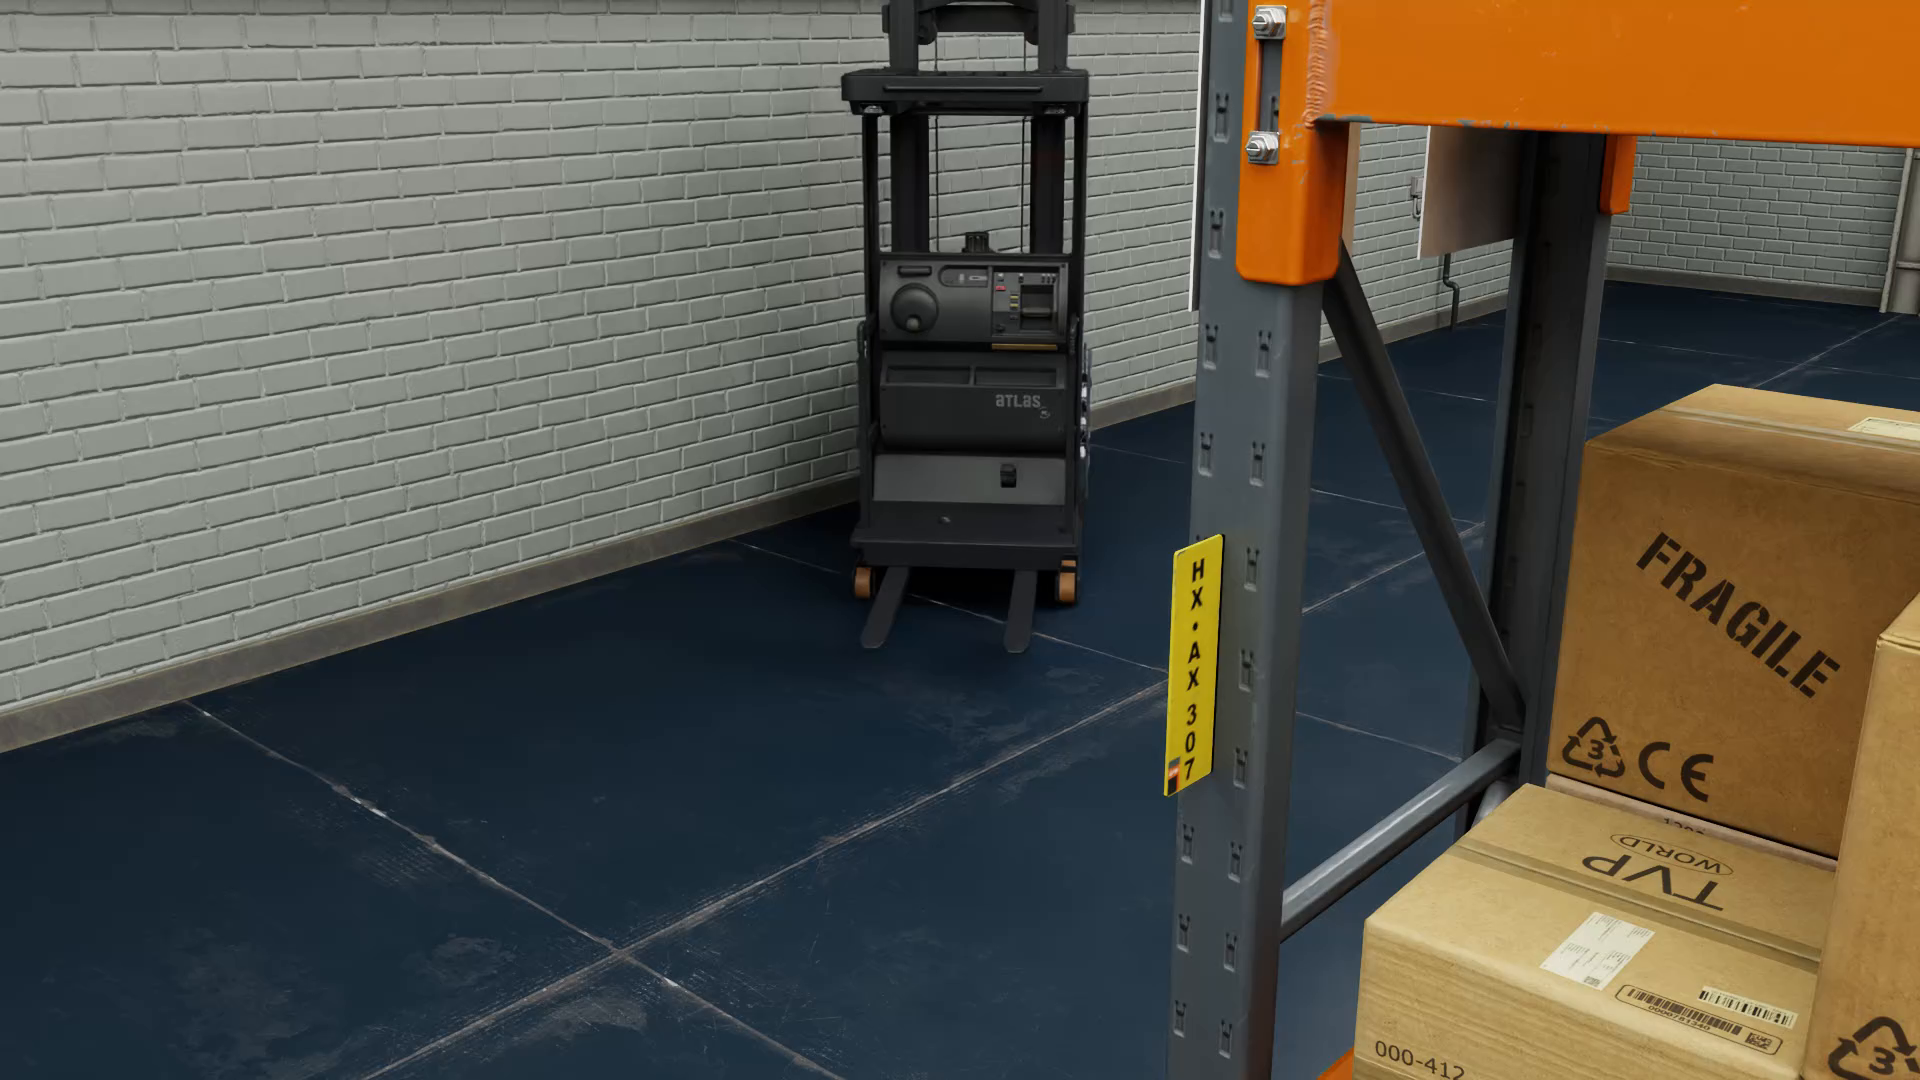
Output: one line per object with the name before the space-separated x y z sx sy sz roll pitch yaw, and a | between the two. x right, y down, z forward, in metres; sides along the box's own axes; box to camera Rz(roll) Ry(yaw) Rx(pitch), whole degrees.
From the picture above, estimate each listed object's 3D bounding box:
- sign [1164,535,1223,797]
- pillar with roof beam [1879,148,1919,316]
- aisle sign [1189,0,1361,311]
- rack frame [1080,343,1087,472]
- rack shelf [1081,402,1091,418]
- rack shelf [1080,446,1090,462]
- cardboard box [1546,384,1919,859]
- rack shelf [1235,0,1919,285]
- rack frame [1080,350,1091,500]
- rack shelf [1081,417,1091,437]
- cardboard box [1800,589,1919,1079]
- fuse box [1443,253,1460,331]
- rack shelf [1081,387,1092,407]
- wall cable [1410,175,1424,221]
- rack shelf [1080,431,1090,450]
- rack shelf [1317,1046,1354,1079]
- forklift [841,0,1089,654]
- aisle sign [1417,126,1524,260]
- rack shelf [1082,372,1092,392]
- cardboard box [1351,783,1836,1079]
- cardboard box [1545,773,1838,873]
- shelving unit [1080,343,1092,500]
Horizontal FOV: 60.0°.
sign | 0.293 0.159 2.089 0.005 0.325 0.100 15 23 39
pillar with roof beam | 6.260 -5.511 11.602 0.400 9.000 9.100 15 23 39
aisle sign | 0.413 -0.700 2.062 0.004 0.787 0.394 15 23 39
rack frame | 0.626 -0.729 9.922 0.240 0.900 0.006 -1 18 -3
rack shelf | 0.633 -0.753 9.808 0.258 0.077 0.200 -1 18 -3
rack shelf | 0.633 -0.495 9.890 0.258 0.077 0.200 -1 18 -3
cardboard box | 1.205 0.096 2.367 0.500 0.500 0.500 15 23 40
rack shelf | 2.162 -0.200 1.014 4.000 0.370 1.077 15 23 39
rack frame | 0.639 -0.668 9.729 0.240 0.900 0.006 -1 18 -3
rack shelf | 0.633 -0.667 9.835 0.258 0.077 0.200 -1 18 -3
cardboard box | 1.220 0.315 1.676 0.500 0.500 0.500 14 23 38
fuse box | 4.514 -2.716 14.840 0.414 1.711 0.539 15 23 39
rack shelf | 0.633 -0.838 9.781 0.258 0.077 0.200 -1 18 -3
wall cable | 3.944 -3.691 14.104 0.122 1.984 0.588 15 23 39
rack shelf | 0.633 -0.581 9.863 0.258 0.077 0.200 -1 18 -3
rack shelf | 2.162 1.230 1.467 4.000 0.370 1.077 15 23 39
forklift | 0.050 -1.183 7.994 1.130 2.935 3.031 1 18 4
aisle sign | 0.811 -0.836 2.490 0.004 0.787 0.394 15 23 39
rack shelf | 0.633 -0.924 9.754 0.258 0.077 0.200 -1 18 -3
cardboard box | 0.846 0.572 2.106 0.500 0.250 0.500 14 23 38
cardboard box | 1.204 0.452 2.484 0.500 0.250 0.500 15 23 38
shelving unit | 0.633 -0.699 9.825 0.258 0.900 0.210 -1 18 -3
